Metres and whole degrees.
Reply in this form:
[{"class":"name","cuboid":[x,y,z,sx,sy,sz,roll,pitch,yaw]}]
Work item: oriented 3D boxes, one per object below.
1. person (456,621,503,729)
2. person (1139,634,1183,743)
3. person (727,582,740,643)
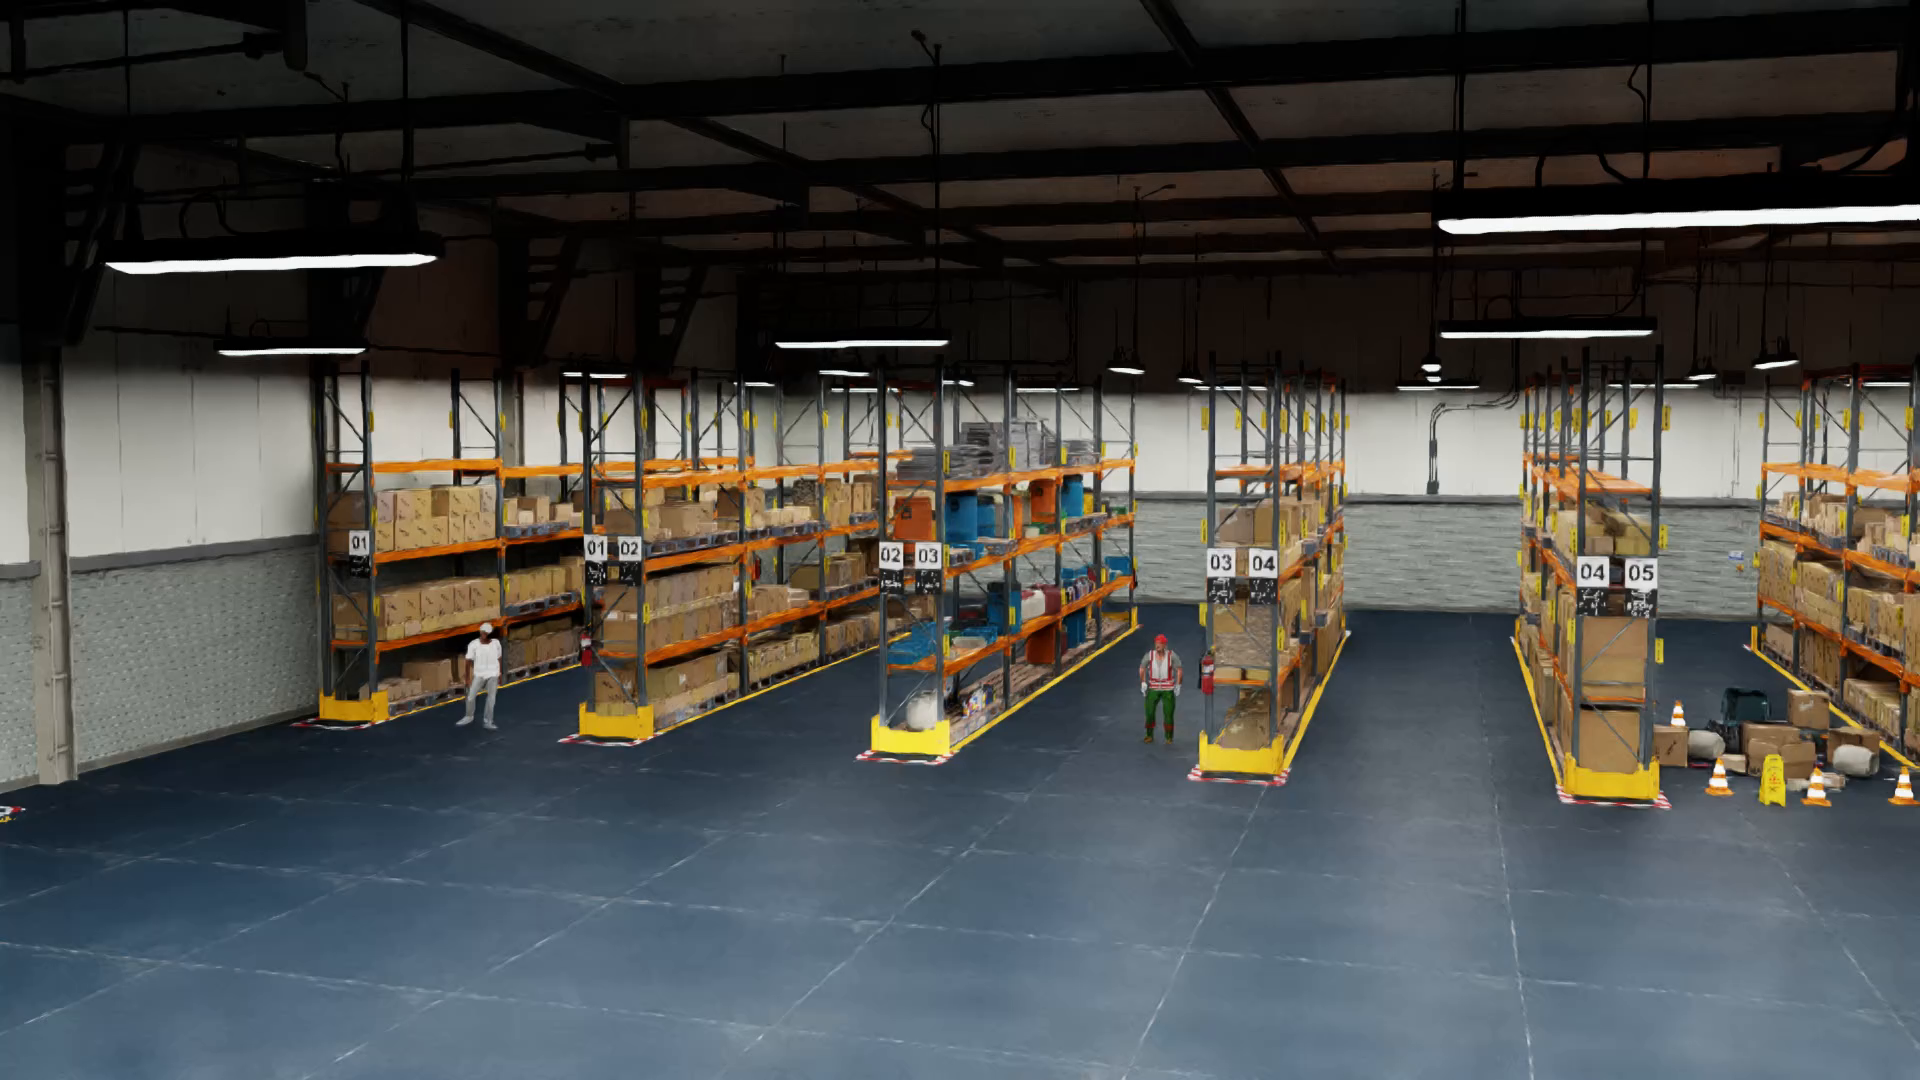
[{"class":"person","cuboid":[-7.804,2.195,26.991,0.746,1.759,0.529,-2,4,-24]},{"class":"person","cuboid":[3.105,2.302,25.748,0.677,1.741,0.552,1,4,15]},{"class":"person","cuboid":[-5.081,1.514,36.660,0.568,1.702,1.106,1,4,18]}]
